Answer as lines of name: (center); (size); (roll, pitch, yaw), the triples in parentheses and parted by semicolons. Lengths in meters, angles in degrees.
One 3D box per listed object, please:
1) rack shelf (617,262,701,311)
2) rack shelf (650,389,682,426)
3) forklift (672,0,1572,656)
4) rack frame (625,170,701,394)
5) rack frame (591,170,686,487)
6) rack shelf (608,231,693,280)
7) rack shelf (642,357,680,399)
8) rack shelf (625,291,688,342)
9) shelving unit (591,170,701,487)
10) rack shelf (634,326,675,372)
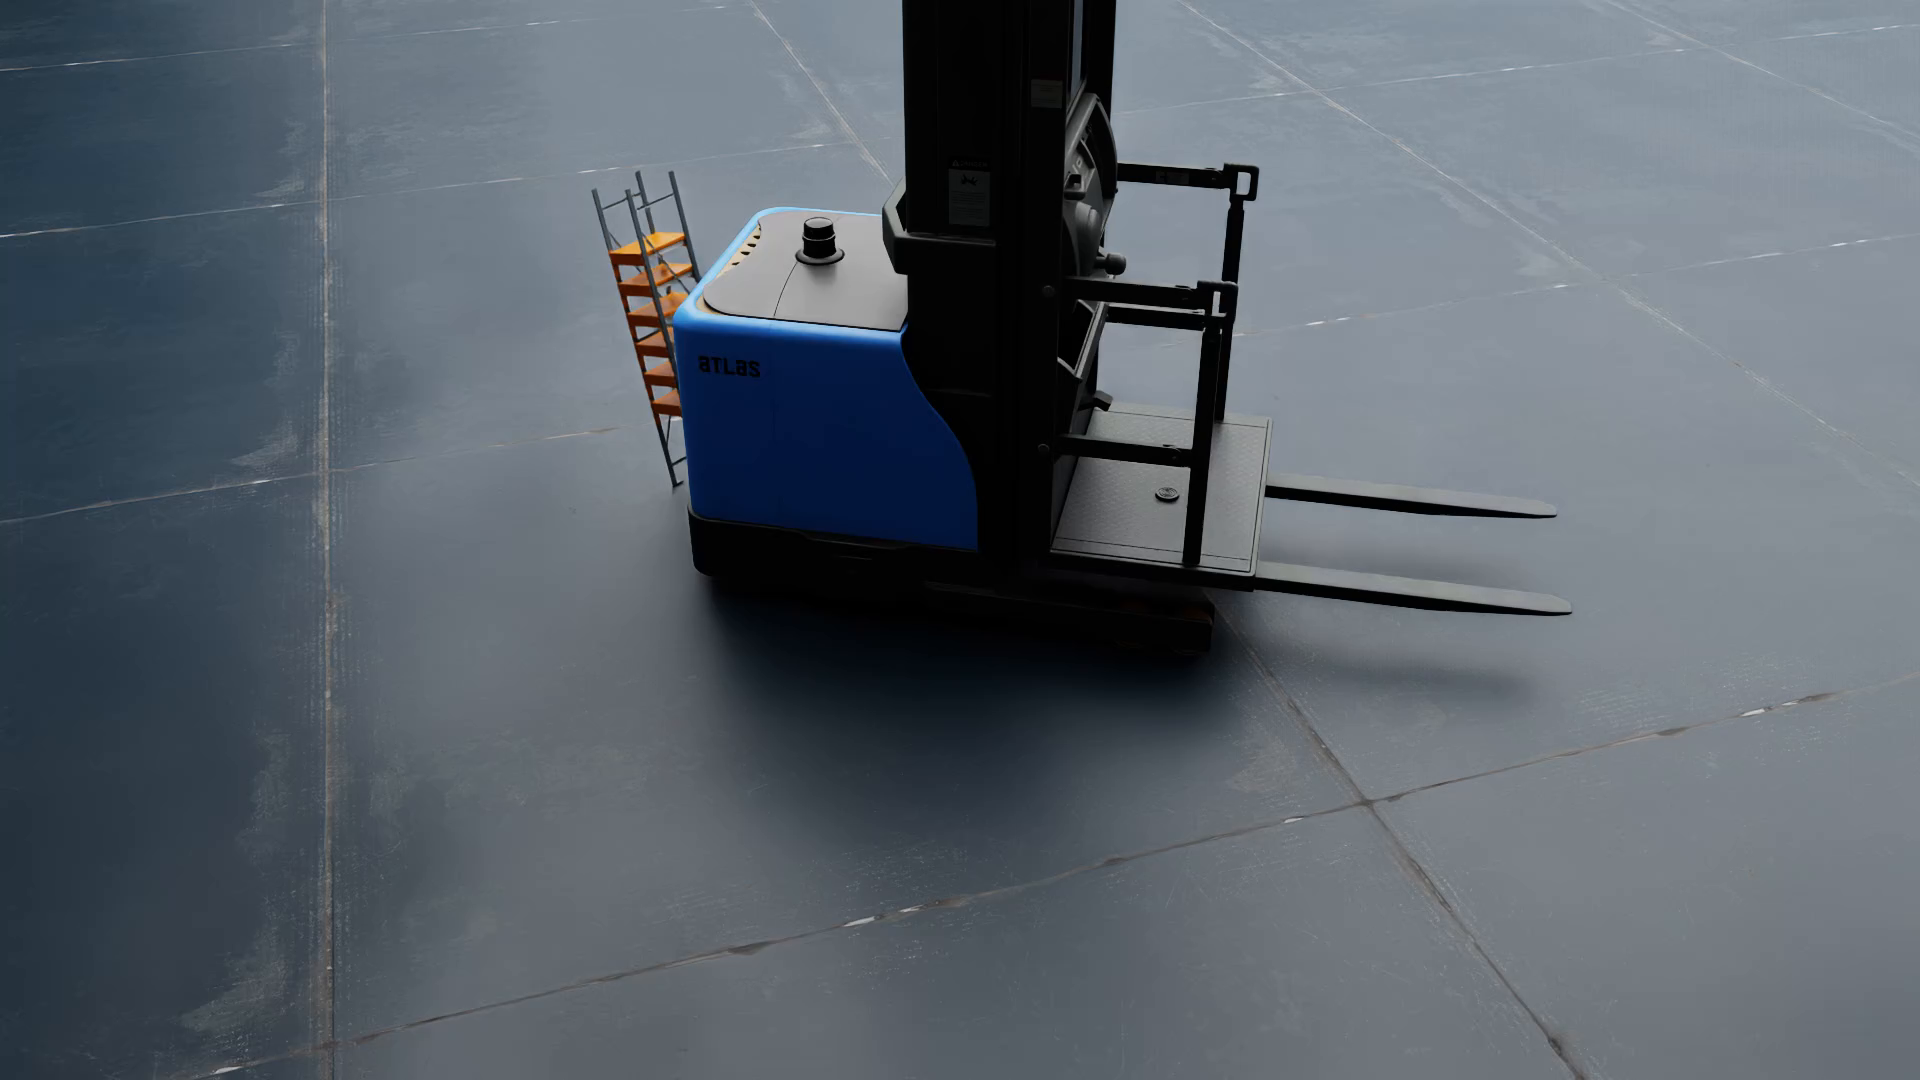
rack shelf: (-1.127, -0.957, 6.250); (0.180, 0.103, 0.258); (10, 32, 37)
rack shelf: (-1.043, -0.531, 6.455); (0.180, 0.103, 0.258); (10, 32, 37)
forklift: (0.609, -1.151, 5.333); (3.031, 2.935, 1.130); (7, 34, 10)
rack frame: (-1.020, -0.771, 6.278); (0.006, 1.200, 0.240); (10, 32, 37)
rack frame: (-1.165, -0.796, 6.388); (0.006, 1.200, 0.240); (10, 32, 37)
rack shelf: (-1.148, -1.063, 6.198); (0.180, 0.103, 0.258); (10, 32, 37)
rack shelf: (-1.064, -0.638, 6.404); (0.180, 0.103, 0.258); (10, 32, 37)
rack shelf: (-1.106, -0.850, 6.301); (0.180, 0.103, 0.258); (10, 32, 37)
shelving unit: (-1.092, -0.783, 6.333); (0.189, 1.200, 0.258); (10, 32, 37)
rack shelf: (-1.085, -0.744, 6.352); (0.180, 0.103, 0.258); (10, 32, 37)
